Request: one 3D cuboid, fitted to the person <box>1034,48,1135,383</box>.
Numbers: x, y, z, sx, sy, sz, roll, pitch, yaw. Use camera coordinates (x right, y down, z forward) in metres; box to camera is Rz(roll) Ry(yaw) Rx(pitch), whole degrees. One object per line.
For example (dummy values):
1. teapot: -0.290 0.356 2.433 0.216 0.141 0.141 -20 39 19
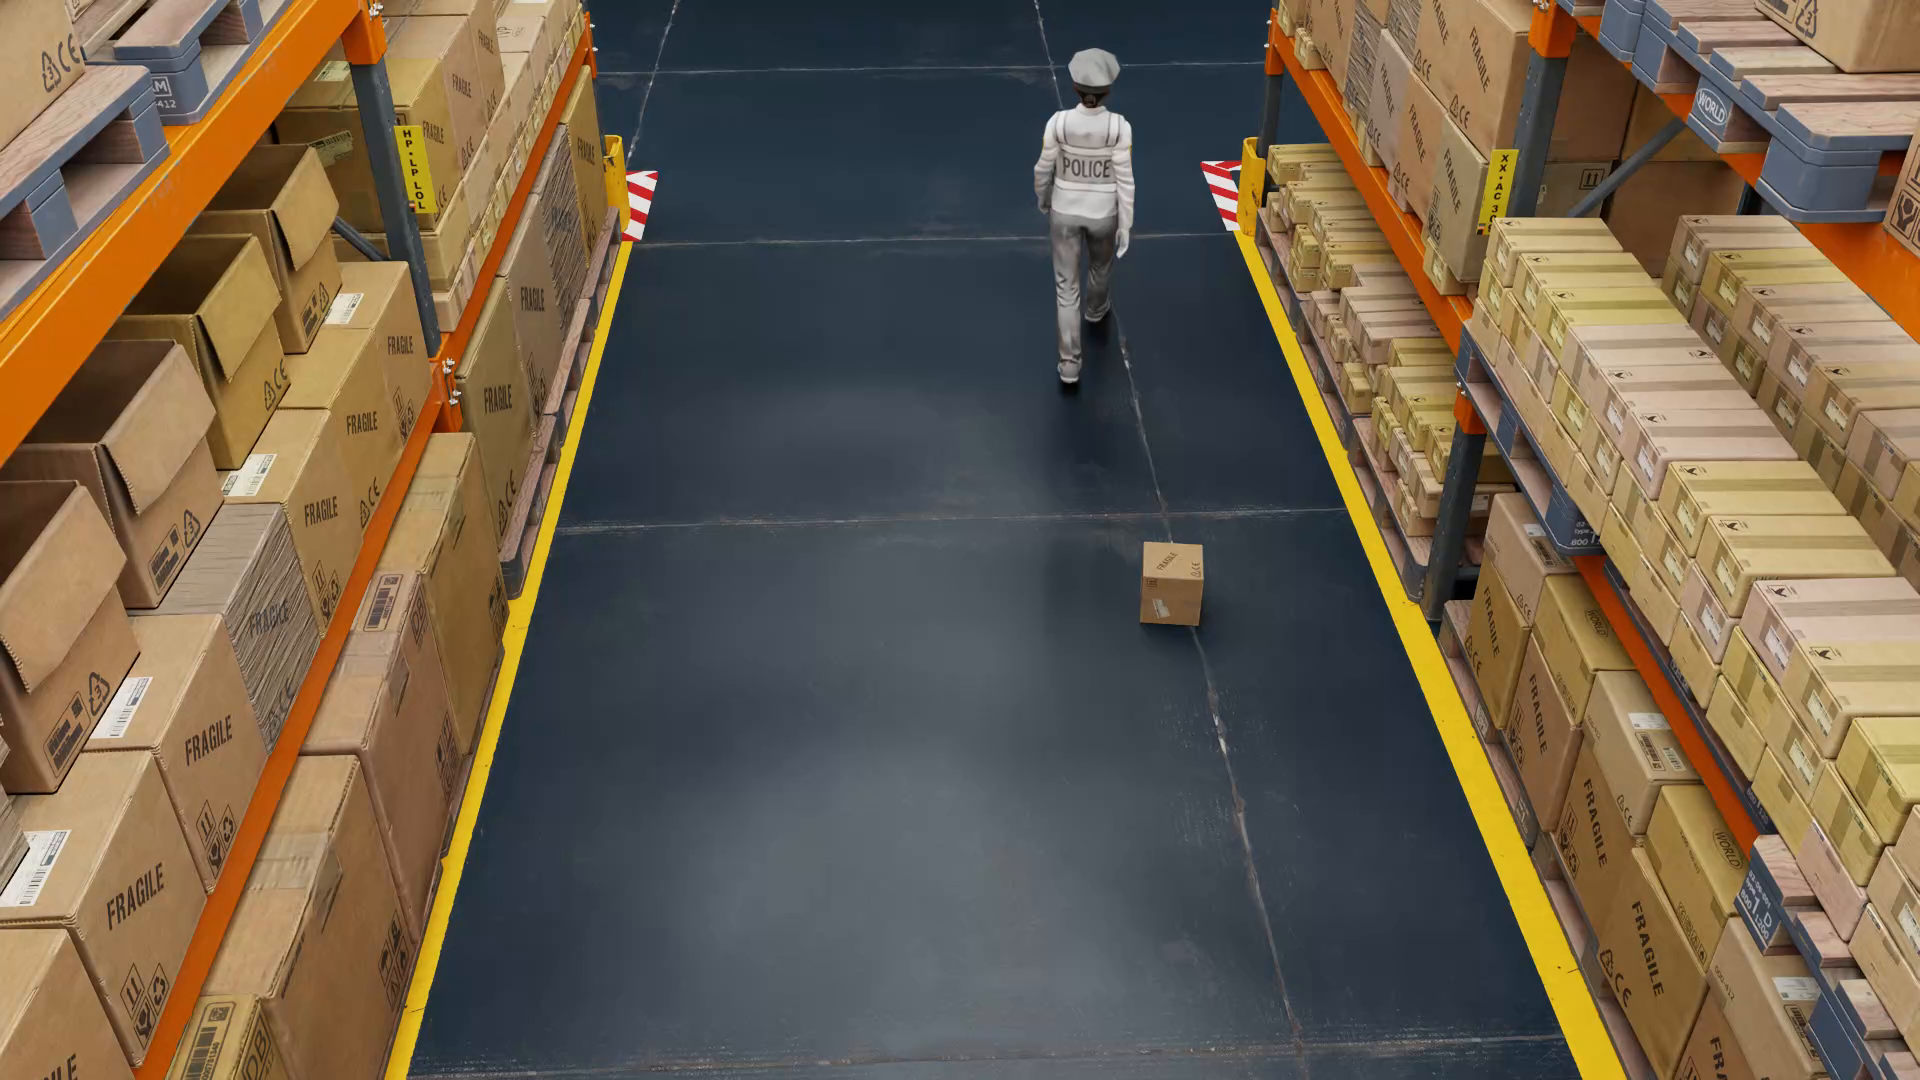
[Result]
1. person: 0.624 -1.728 8.523 0.504 1.631 0.982 1 35 2
